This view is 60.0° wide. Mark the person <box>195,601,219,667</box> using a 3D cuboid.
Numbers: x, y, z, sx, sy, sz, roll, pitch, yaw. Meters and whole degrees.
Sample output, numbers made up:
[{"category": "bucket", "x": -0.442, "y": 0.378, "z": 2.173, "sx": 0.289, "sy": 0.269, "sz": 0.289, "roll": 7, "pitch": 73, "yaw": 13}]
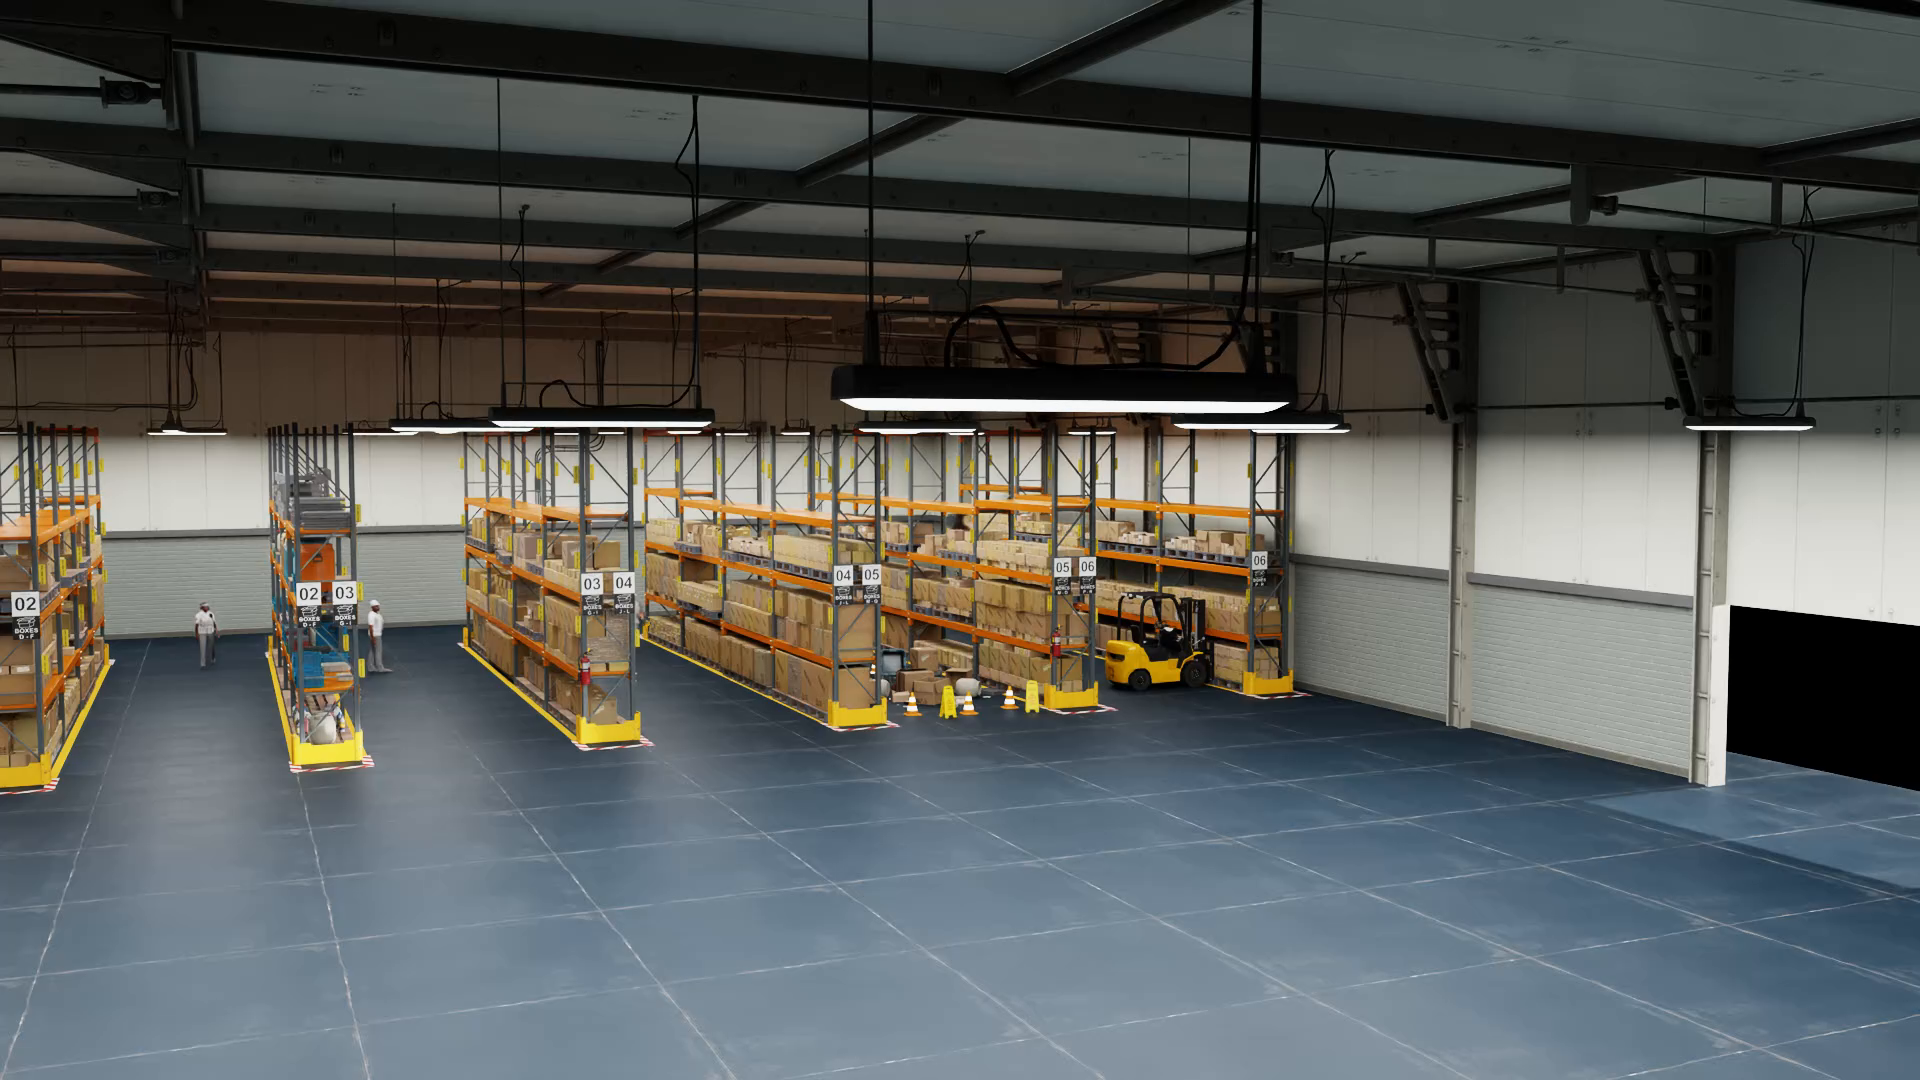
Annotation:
[{"category": "person", "x": -18.914, "y": 2.344, "z": 41.783, "sx": 0.563, "sy": 1.641, "sz": 0.955, "roll": -1, "pitch": 4, "yaw": -21}]

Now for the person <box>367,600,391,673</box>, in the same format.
[{"category": "person", "x": -14.250, "y": 2.348, "z": 40.783, "sx": 0.535, "sy": 1.765, "sz": 0.586, "roll": -1, "pitch": 4, "yaw": -20}]

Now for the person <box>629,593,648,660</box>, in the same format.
[{"category": "person", "x": -8.570, "y": 2.234, "z": 43.414, "sx": 0.730, "sy": 1.813, "sz": 0.877, "roll": -1, "pitch": 4, "yaw": -23}]
